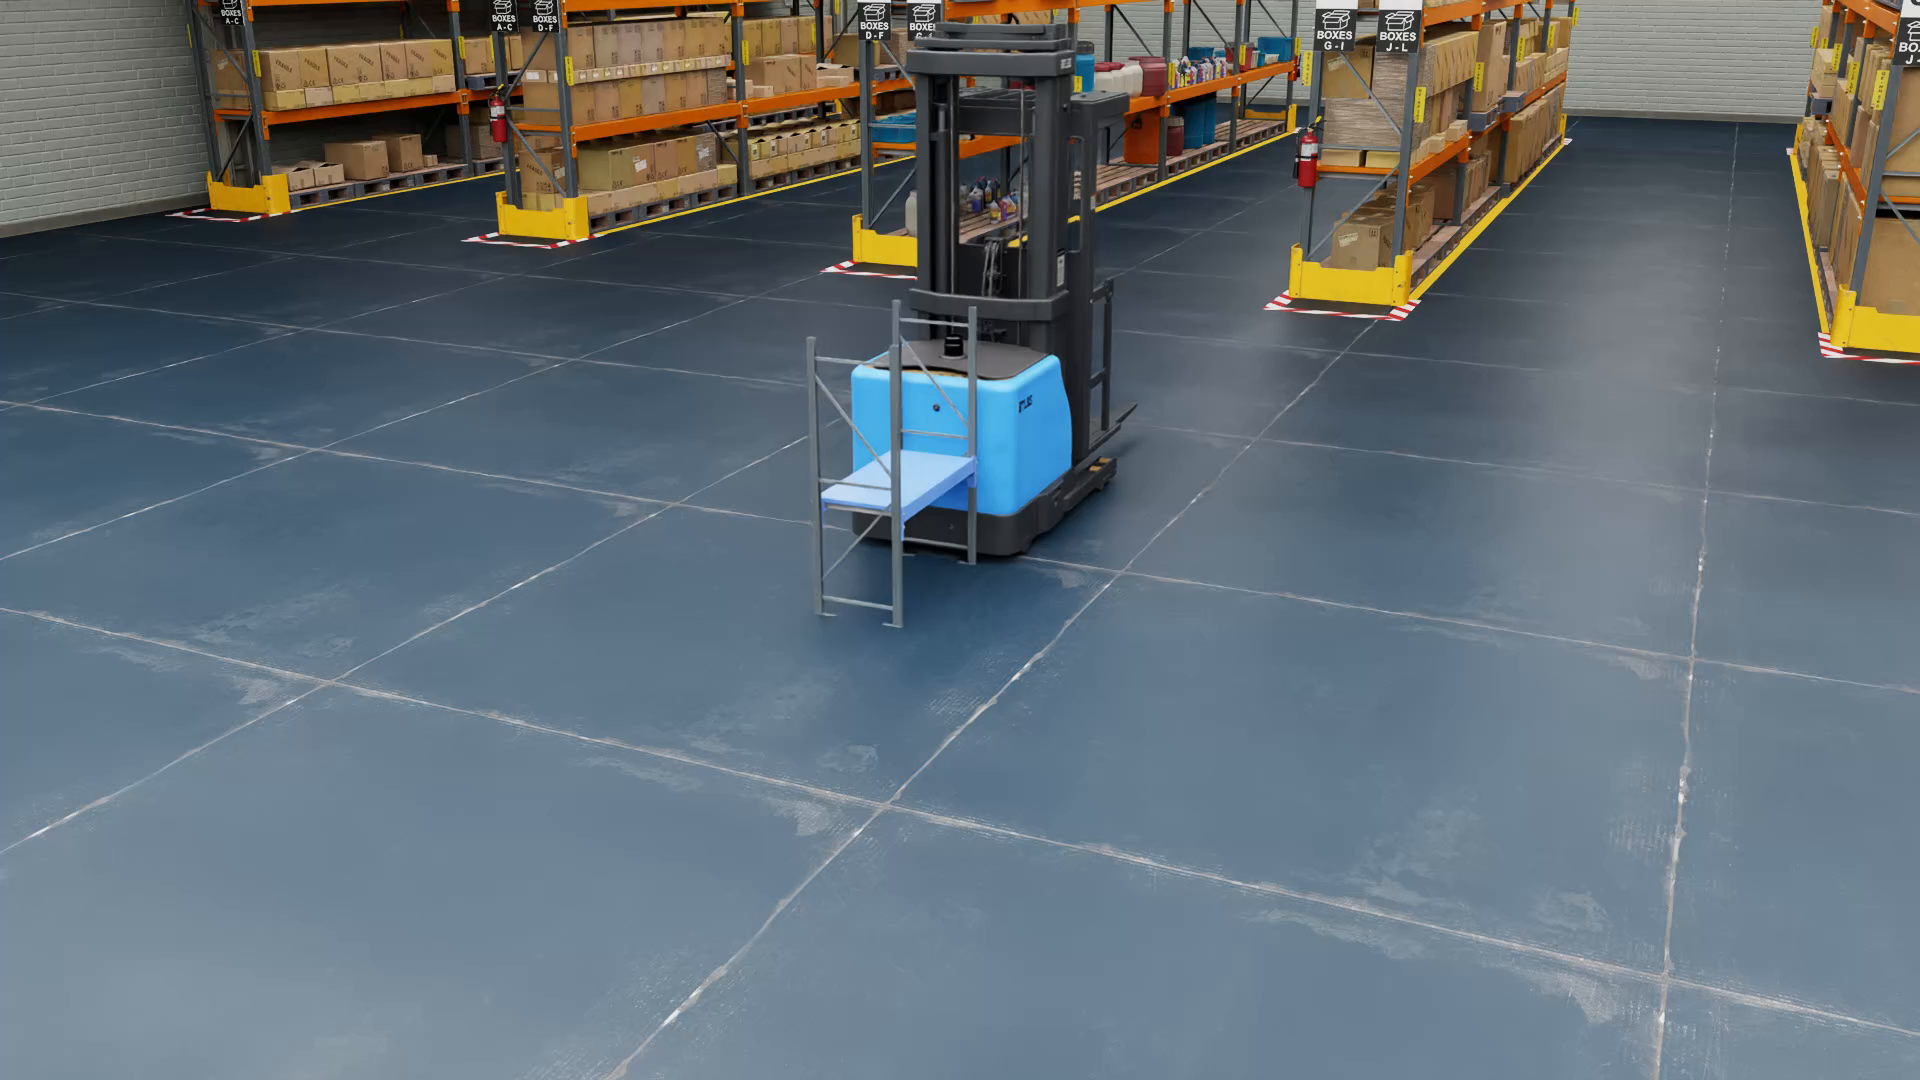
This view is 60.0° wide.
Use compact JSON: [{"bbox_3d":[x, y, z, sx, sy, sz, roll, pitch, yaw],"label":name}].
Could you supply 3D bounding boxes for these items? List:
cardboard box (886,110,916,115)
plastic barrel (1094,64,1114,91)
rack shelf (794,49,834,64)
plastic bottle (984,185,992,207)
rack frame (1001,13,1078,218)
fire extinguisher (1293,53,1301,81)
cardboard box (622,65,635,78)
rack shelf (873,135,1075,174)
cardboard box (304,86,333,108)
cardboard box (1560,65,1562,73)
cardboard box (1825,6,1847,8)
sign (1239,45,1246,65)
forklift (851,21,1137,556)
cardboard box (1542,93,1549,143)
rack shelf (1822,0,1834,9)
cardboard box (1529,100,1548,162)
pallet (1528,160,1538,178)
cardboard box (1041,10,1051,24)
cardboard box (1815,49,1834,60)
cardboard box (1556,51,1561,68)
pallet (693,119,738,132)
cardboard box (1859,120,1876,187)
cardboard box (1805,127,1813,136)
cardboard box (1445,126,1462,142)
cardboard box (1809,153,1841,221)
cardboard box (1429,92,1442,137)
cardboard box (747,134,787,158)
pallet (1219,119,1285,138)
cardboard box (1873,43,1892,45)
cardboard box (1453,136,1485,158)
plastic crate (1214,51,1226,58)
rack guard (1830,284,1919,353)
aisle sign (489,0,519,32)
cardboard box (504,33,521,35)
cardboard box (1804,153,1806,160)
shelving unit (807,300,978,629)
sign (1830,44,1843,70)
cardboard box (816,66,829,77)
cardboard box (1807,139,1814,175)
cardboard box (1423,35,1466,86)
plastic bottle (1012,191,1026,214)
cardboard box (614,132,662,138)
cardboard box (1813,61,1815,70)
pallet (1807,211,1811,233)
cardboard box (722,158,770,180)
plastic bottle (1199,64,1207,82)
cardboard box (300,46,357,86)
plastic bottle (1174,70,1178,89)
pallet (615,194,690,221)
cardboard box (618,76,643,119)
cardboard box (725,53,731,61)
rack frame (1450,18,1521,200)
[{"bbox_3d":[-0.993,-7.083,28.482,0.500,0.500,0.500,8,21,22],"label":"cardboard box"},{"bbox_3d":[1.912,-6.287,22.968,0.433,0.535,0.433,0,20,0],"label":"plastic barrel"},{"bbox_3d":[-3.924,-9.814,34.161,1.077,0.370,4.000,9,21,23],"label":"rack shelf"},{"bbox_3d":[0.361,-4.408,21.301,0.097,0.271,0.097,0,20,0],"label":"plastic bottle"},{"bbox_3d":[1.020,-5.736,21.622,1.000,3.000,0.127,9,21,23],"label":"rack frame"},{"bbox_3d":[6.410,-9.176,31.967,0.296,0.674,0.183,9,21,23],"label":"fire extinguisher"},{"bbox_3d":[-4.357,-5.953,21.115,0.380,0.149,0.250,8,21,21],"label":"cardboard box"},{"bbox_3d":[0.201,-4.786,20.024,1.077,0.370,4.000,9,21,23],"label":"rack shelf"},{"bbox_3d":[-8.968,-6.078,22.777,0.500,0.250,0.500,8,21,21],"label":"cardboard box"},{"bbox_3d":[10.190,-8.140,28.757,0.380,0.149,0.250,8,21,21],"label":"cardboard box"},{"bbox_3d":[14.309,-8.416,27.072,0.500,0.500,0.500,9,22,24],"label":"cardboard box"},{"bbox_3d":[4.797,-8.236,28.239,0.100,0.325,0.005,9,21,23],"label":"sign"},{"bbox_3d":[0.395,-1.748,10.510,1.130,2.935,3.031,8,21,21],"label":"forklift"},{"bbox_3d":[9.158,-6.890,27.410,0.875,0.875,0.875,9,21,23],"label":"cardboard box"},{"bbox_3d":[14.117,-8.477,25.924,1.077,0.370,4.000,9,21,23],"label":"rack shelf"},{"bbox_3d":[8.570,-6.501,26.316,1.225,0.875,0.875,9,21,23],"label":"cardboard box"},{"bbox_3d":[8.567,-5.942,26.363,1.003,0.211,1.213,9,21,23],"label":"pallet"},{"bbox_3d":[1.485,-10.430,33.179,0.500,0.500,0.500,8,21,22],"label":"cardboard box"},{"bbox_3d":[12.717,-7.093,24.298,0.380,0.149,0.250,10,22,25],"label":"cardboard box"},{"bbox_3d":[9.870,-8.140,28.160,0.500,0.250,0.500,9,21,23],"label":"cardboard box"},{"bbox_3d":[-4.990,-7.981,32.096,1.003,0.211,1.213,9,21,23],"label":"pallet"},{"bbox_3d":[8.700,-3.484,15.065,0.875,0.550,0.550,9,21,23],"label":"cardboard box"},{"bbox_3d":[13.673,-6.479,26.451,0.380,0.149,0.250,8,21,21],"label":"cardboard box"},{"bbox_3d":[5.450,-4.597,18.794,0.380,0.149,0.250,9,21,23],"label":"cardboard box"},{"bbox_3d":[10.974,-4.265,20.214,1.050,0.750,0.750,9,21,24],"label":"cardboard box"},{"bbox_3d":[4.705,-4.653,17.983,0.875,0.500,0.500,9,21,23],"label":"cardboard box"},{"bbox_3d":[-2.892,-5.828,24.520,0.500,0.311,0.500,8,21,22],"label":"cardboard box"},{"bbox_3d":[5.560,-7.844,31.710,1.003,0.211,1.213,9,21,23],"label":"pallet"},{"bbox_3d":[10.844,-5.482,19.266,0.700,0.500,0.500,8,21,22],"label":"cardboard box"},{"bbox_3d":[6.721,-5.290,22.322,0.500,0.250,0.500,11,22,29],"label":"cardboard box"},{"bbox_3d":[4.870,-8.830,30.480,0.416,0.233,0.300,9,21,23],"label":"plastic crate"},{"bbox_3d":[8.374,-1.937,14.671,1.175,0.500,0.348,9,21,23],"label":"rack guard"},{"bbox_3d":[-5.431,-6.440,19.720,0.394,0.787,0.004,9,21,23],"label":"aisle sign"},{"bbox_3d":[-7.054,-8.044,27.305,0.700,0.500,0.500,9,21,23],"label":"cardboard box"},{"bbox_3d":[13.380,-5.970,25.906,0.380,0.149,0.250,8,21,21],"label":"cardboard box"},{"bbox_3d":[-0.337,-0.436,8.955,0.538,1.500,1.048,8,21,21],"label":"shelving unit"},{"bbox_3d":[11.161,-6.148,21.170,0.100,0.325,0.005,9,21,23],"label":"sign"},{"bbox_3d":[-2.403,-7.351,26.296,0.500,0.311,0.500,8,21,22],"label":"cardboard box"},{"bbox_3d":[12.753,-5.622,24.403,0.500,0.500,0.500,9,22,25],"label":"cardboard box"},{"bbox_3d":[5.196,-5.234,18.125,0.500,0.500,0.500,9,21,23],"label":"cardboard box"},{"bbox_3d":[0.738,-4.217,20.759,0.152,0.276,0.135,9,21,24],"label":"plastic bottle"},{"bbox_3d":[-4.383,-5.268,22.664,0.500,0.500,0.500,9,21,23],"label":"cardboard box"},{"bbox_3d":[12.717,-6.953,24.348,0.380,0.149,0.250,9,21,24],"label":"cardboard box"},{"bbox_3d":[11.268,-4.024,20.968,1.003,0.211,1.213,9,21,23],"label":"pallet"},{"bbox_3d":[-3.107,-5.409,24.178,0.500,0.250,0.500,8,21,21],"label":"cardboard box"},{"bbox_3d":[3.923,-7.581,26.994,0.152,0.276,0.135,9,21,23],"label":"plastic bottle"},{"bbox_3d":[-8.758,-6.577,23.060,0.500,0.500,0.500,8,21,21],"label":"cardboard box"},{"bbox_3d":[3.306,-7.086,25.592,0.061,0.283,0.133,9,21,23],"label":"plastic bottle"},{"bbox_3d":[-4.360,-4.492,22.284,1.003,0.211,1.213,9,21,23],"label":"pallet"},{"bbox_3d":[-4.514,-5.695,21.356,0.700,0.500,0.500,9,21,23],"label":"cardboard box"},{"bbox_3d":[-4.623,-9.290,31.960,0.380,0.149,0.250,9,21,23],"label":"cardboard box"},{"bbox_3d":[7.176,-6.280,23.150,1.000,3.000,0.127,9,21,23],"label":"rack frame"}]
